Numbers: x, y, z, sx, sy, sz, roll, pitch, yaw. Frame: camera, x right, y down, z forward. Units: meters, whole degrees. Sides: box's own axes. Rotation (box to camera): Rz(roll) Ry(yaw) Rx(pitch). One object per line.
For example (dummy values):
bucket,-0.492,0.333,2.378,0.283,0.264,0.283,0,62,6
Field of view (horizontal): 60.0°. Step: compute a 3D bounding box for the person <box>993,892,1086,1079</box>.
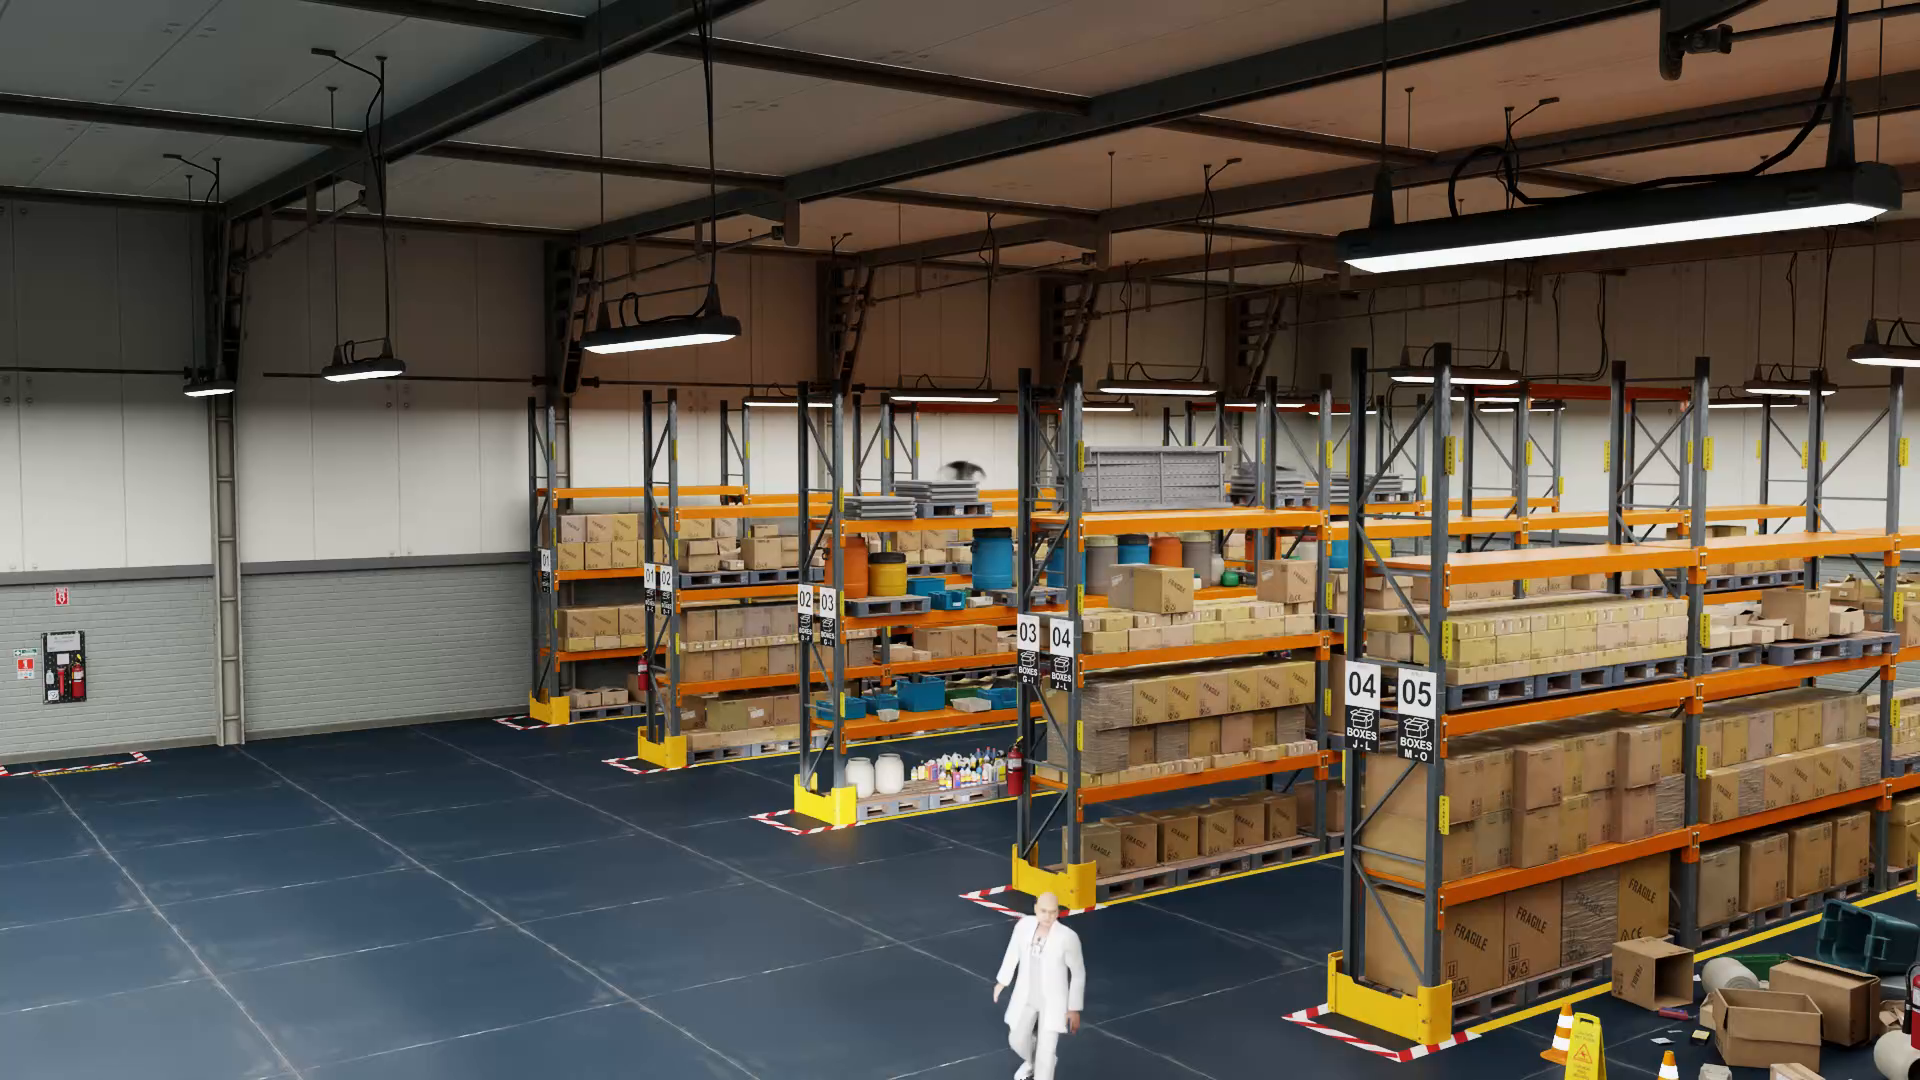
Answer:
person,0.644,3.588,12.945,0.783,1.611,0.826,1,4,21
